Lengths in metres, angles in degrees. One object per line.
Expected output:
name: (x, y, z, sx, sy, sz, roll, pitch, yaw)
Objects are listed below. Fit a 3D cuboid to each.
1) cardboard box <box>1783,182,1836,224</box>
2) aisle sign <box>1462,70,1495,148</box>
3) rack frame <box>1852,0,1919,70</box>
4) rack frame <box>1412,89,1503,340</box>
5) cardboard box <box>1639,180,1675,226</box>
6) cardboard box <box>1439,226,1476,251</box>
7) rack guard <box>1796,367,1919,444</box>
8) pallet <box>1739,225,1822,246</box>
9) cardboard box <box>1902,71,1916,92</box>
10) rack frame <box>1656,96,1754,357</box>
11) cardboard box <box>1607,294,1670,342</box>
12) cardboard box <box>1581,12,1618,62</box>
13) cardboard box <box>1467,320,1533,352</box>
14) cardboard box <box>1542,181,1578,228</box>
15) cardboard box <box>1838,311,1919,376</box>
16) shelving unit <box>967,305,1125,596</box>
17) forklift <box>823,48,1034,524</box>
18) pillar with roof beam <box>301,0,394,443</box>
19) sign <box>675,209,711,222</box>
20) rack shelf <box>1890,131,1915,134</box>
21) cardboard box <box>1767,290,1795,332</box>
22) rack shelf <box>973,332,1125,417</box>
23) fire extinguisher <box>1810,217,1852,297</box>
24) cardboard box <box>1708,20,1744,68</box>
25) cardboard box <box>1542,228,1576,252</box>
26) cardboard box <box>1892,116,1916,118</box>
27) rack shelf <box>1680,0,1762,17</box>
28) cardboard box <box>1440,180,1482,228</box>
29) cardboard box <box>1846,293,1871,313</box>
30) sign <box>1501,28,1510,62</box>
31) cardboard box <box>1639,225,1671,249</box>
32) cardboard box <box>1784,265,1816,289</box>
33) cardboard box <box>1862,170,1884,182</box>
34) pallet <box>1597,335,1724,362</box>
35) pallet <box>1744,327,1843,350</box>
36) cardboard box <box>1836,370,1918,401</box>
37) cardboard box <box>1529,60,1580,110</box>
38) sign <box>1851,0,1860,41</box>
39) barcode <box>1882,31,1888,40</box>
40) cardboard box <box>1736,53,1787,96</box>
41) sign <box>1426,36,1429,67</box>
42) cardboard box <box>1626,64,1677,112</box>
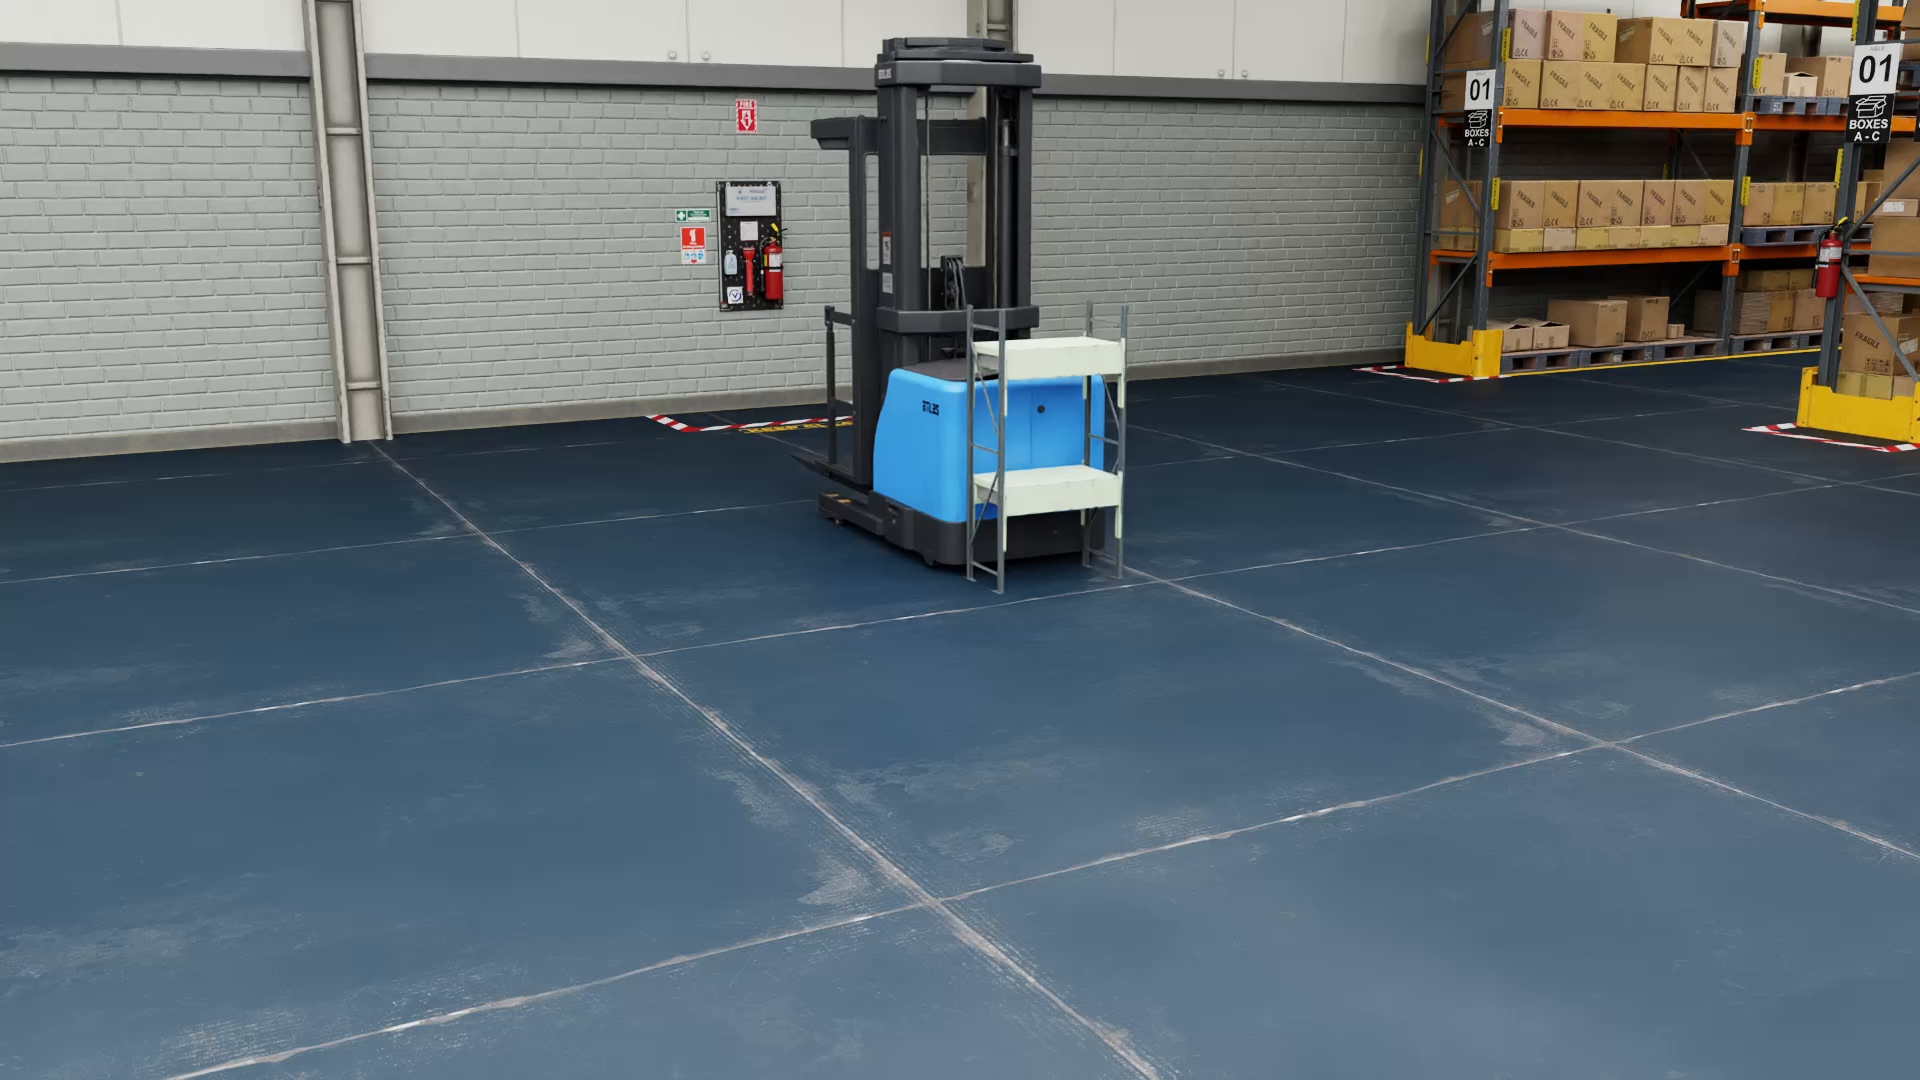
cardboard box: (10.407, -4.194, 20.685, 0.500, 0.500, 0.700, -5, 14, -20)
aisle sign: (5.457, -4.533, 17.500, 0.004, 0.787, 0.394, -7, 14, -28)
rack frame: (7.753, -5.303, 13.178, 0.127, 3.000, 1.000, -7, 14, -28)
rack frame: (5.376, -3.331, 18.076, 0.127, 3.000, 1.000, -7, 14, -28)
cardboard box: (7.738, -3.840, 18.928, 0.500, 0.500, 0.500, -7, 15, -29)
cardboard box: (5.694, -3.354, 18.475, 0.500, 0.250, 0.500, -7, 14, -27)
rack guard: (7.732, -1.154, 14.099, 0.348, 0.500, 1.175, -7, 14, -28)
pallet: (9.628, -3.710, 20.200, 1.213, 0.211, 1.003, -7, 14, -28)
cardboard box: (12.788, -5.960, 21.699, 0.500, 0.500, 0.700, -8, 15, -32)
rack frame: (8.887, -3.751, 19.946, 0.127, 3.000, 1.000, -7, 14, -28)
cardboard box: (7.995, -2.630, 19.653, 0.500, 0.500, 0.500, -8, 15, -32)
cardboard box: (6.740, -5.433, 18.037, 0.500, 0.500, 0.500, -6, 14, -26)
cardboard box: (6.027, -2.289, 18.570, 0.500, 0.311, 0.500, -9, 15, -34)
cardboard box: (6.378, -3.675, 18.197, 0.500, 0.500, 0.500, -7, 14, -28)
cardboard box: (8.081, -1.719, 14.515, 0.500, 0.500, 0.500, -7, 14, -28)
shelving unit: (0.460, -0.513, 8.971, 0.748, 1.500, 0.431, -6, 14, -26)
forklift: (9.023, -0.079, 3.928, 12.119, 2.867, 20.805, -6, 14, -25)
pillar with roof beam: (-2.894, -4.406, 9.190, 0.400, 9.000, 9.100, -7, 14, -28)
sign: (-2.404, -2.923, 14.979, 0.331, 0.109, 0.001, -7, 14, -28)
rack shelf: (14.154, -5.495, 22.501, 4.000, 0.370, 1.077, -7, 14, -28)
cardboard box: (9.955, -2.891, 20.815, 0.500, 0.500, 0.700, -7, 15, -29)
rack shelf: (0.463, -0.894, 8.886, 0.720, 0.370, 0.431, -6, 14, -26)
fire extinguisher: (7.427, -2.416, 14.187, 0.183, 0.674, 0.296, -7, 14, -28)
cardboard box: (8.578, -5.656, 19.028, 0.500, 0.500, 0.500, -8, 15, -33)
cardboard box: (6.406, -3.315, 18.302, 0.500, 0.250, 0.500, -7, 15, -30)
cardboard box: (11.896, -5.474, 20.927, 0.500, 0.311, 0.500, -7, 14, -28)
rack shelf: (7.132, -6.115, 18.432, 4.000, 0.370, 1.077, -7, 14, -28)
cardboard box: (5.688, -3.724, 18.411, 0.500, 0.500, 0.500, -7, 14, -28)
cardboard box: (11.283, -3.050, 21.520, 0.500, 0.500, 0.700, -7, 14, -28)
sign: (5.636, -5.116, 17.187, 0.005, 0.325, 0.100, -7, 14, -28)
cardboard box: (7.741, -3.473, 19.005, 0.500, 0.250, 0.500, -7, 14, -28)
cardboard box: (10.812, -3.344, 21.121, 0.500, 0.250, 0.500, -7, 14, -28)
cardboard box: (11.835, -4.673, 21.336, 0.250, 0.149, 0.380, -10, 16, -37)
pallet: (8.315, -2.313, 19.908, 1.213, 0.211, 1.003, -7, 14, -28)
pallet: (10.642, -2.602, 21.192, 1.213, 0.211, 1.003, -7, 14, -28)
cardboard box: (8.082, -1.353, 14.596, 0.500, 0.250, 0.500, -7, 14, -28)
cardboard box: (6.278, -4.889, 17.897, 0.500, 0.500, 0.500, -6, 14, -24)
sign: (7.505, -4.339, 13.890, 0.005, 0.325, 0.100, -7, 14, -28)
barcode: (7.787, -4.248, 13.997, 0.075, 0.075, 0.001, -7, 14, -28)
cardboard box: (9.406, -5.511, 19.747, 0.500, 0.500, 0.500, -5, 13, -20)
sign: (5.128, -5.335, 18.135, 0.005, 0.325, 0.100, -7, 14, -28)
cardboard box: (7.644, -5.056, 18.639, 0.500, 0.500, 0.500, -7, 15, -30)
